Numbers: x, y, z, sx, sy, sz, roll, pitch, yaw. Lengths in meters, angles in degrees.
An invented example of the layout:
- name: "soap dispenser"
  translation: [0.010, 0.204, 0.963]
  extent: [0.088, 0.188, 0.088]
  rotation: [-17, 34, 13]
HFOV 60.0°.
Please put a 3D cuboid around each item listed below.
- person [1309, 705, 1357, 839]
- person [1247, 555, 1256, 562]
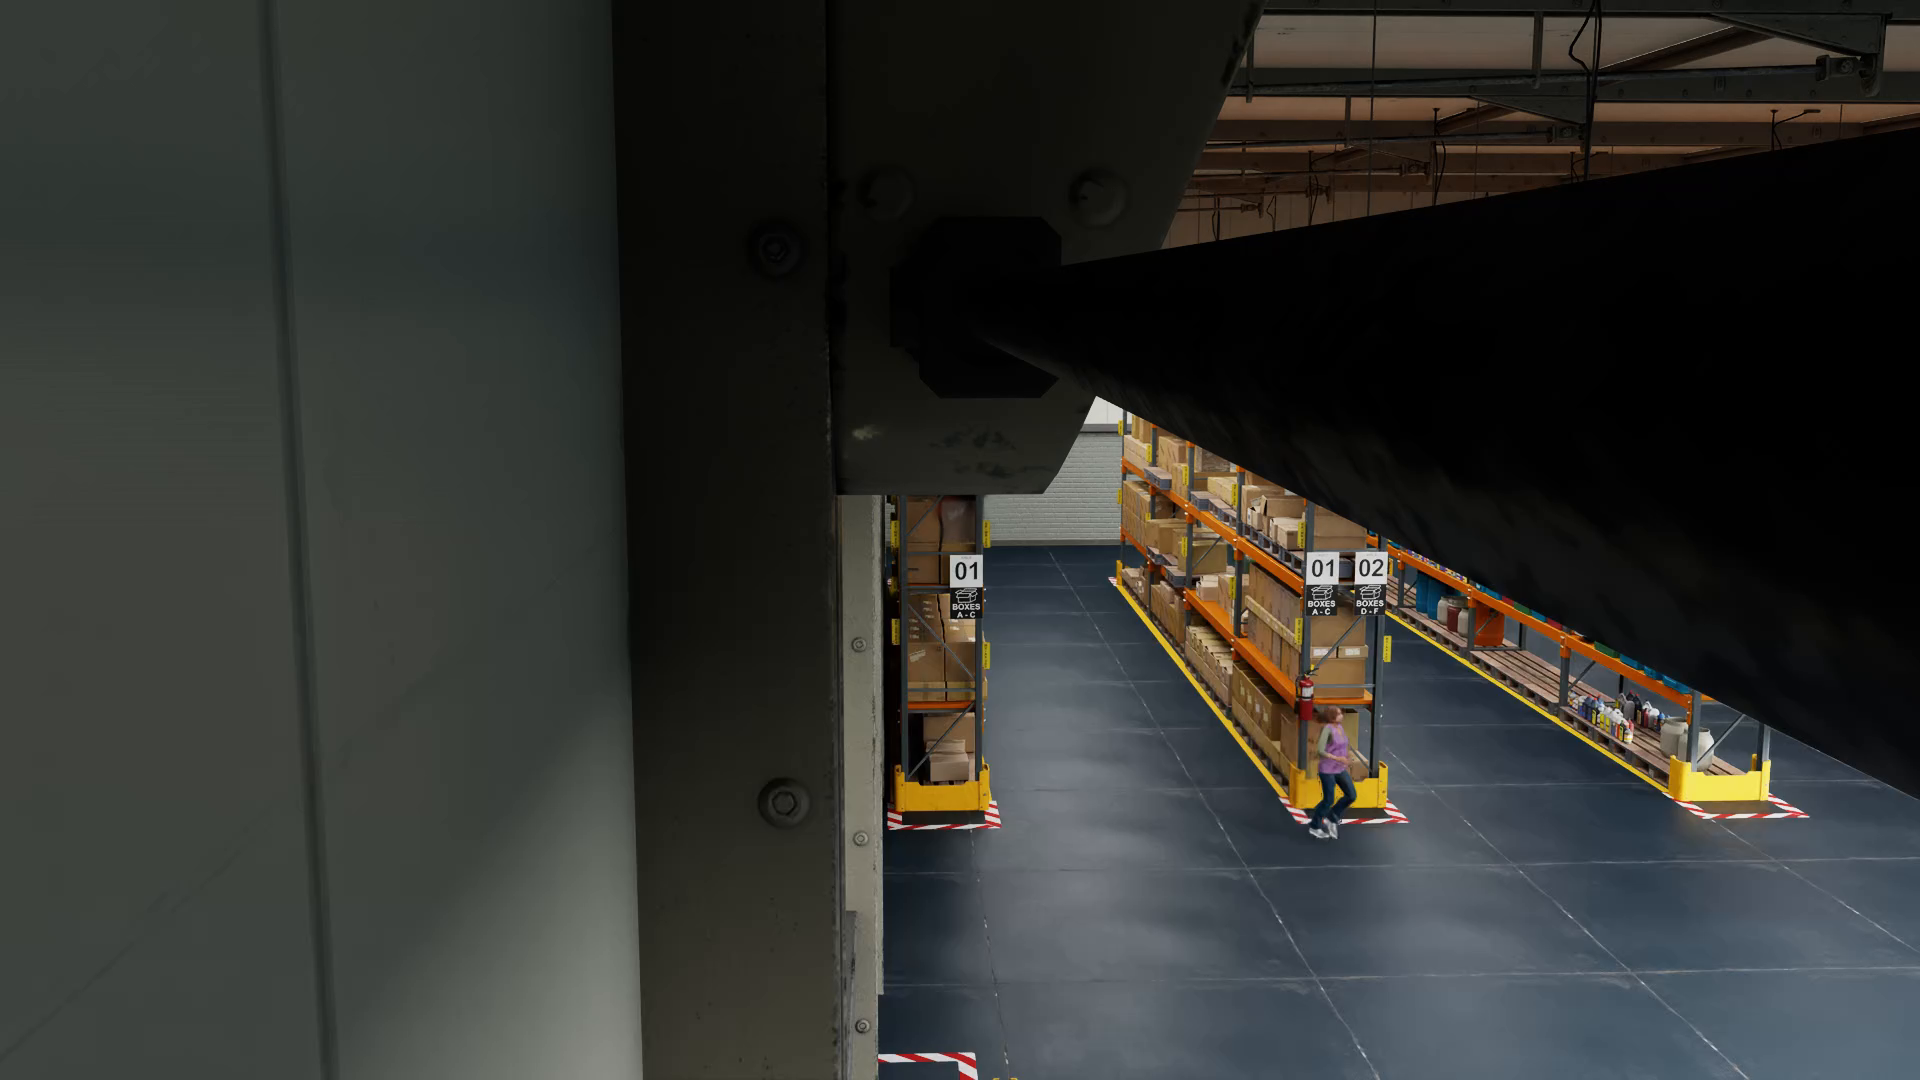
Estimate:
- name: "person"
  translation: [4.372, 2.704, 19.386]
  extent: [0.531, 1.576, 0.551]
  rotation: [8, 12, 44]
- name: "person"
  translation: [6.193, 0.434, 34.031]
  extent: [0.666, 1.845, 0.772]
  rotation: [-2, 9, -15]
